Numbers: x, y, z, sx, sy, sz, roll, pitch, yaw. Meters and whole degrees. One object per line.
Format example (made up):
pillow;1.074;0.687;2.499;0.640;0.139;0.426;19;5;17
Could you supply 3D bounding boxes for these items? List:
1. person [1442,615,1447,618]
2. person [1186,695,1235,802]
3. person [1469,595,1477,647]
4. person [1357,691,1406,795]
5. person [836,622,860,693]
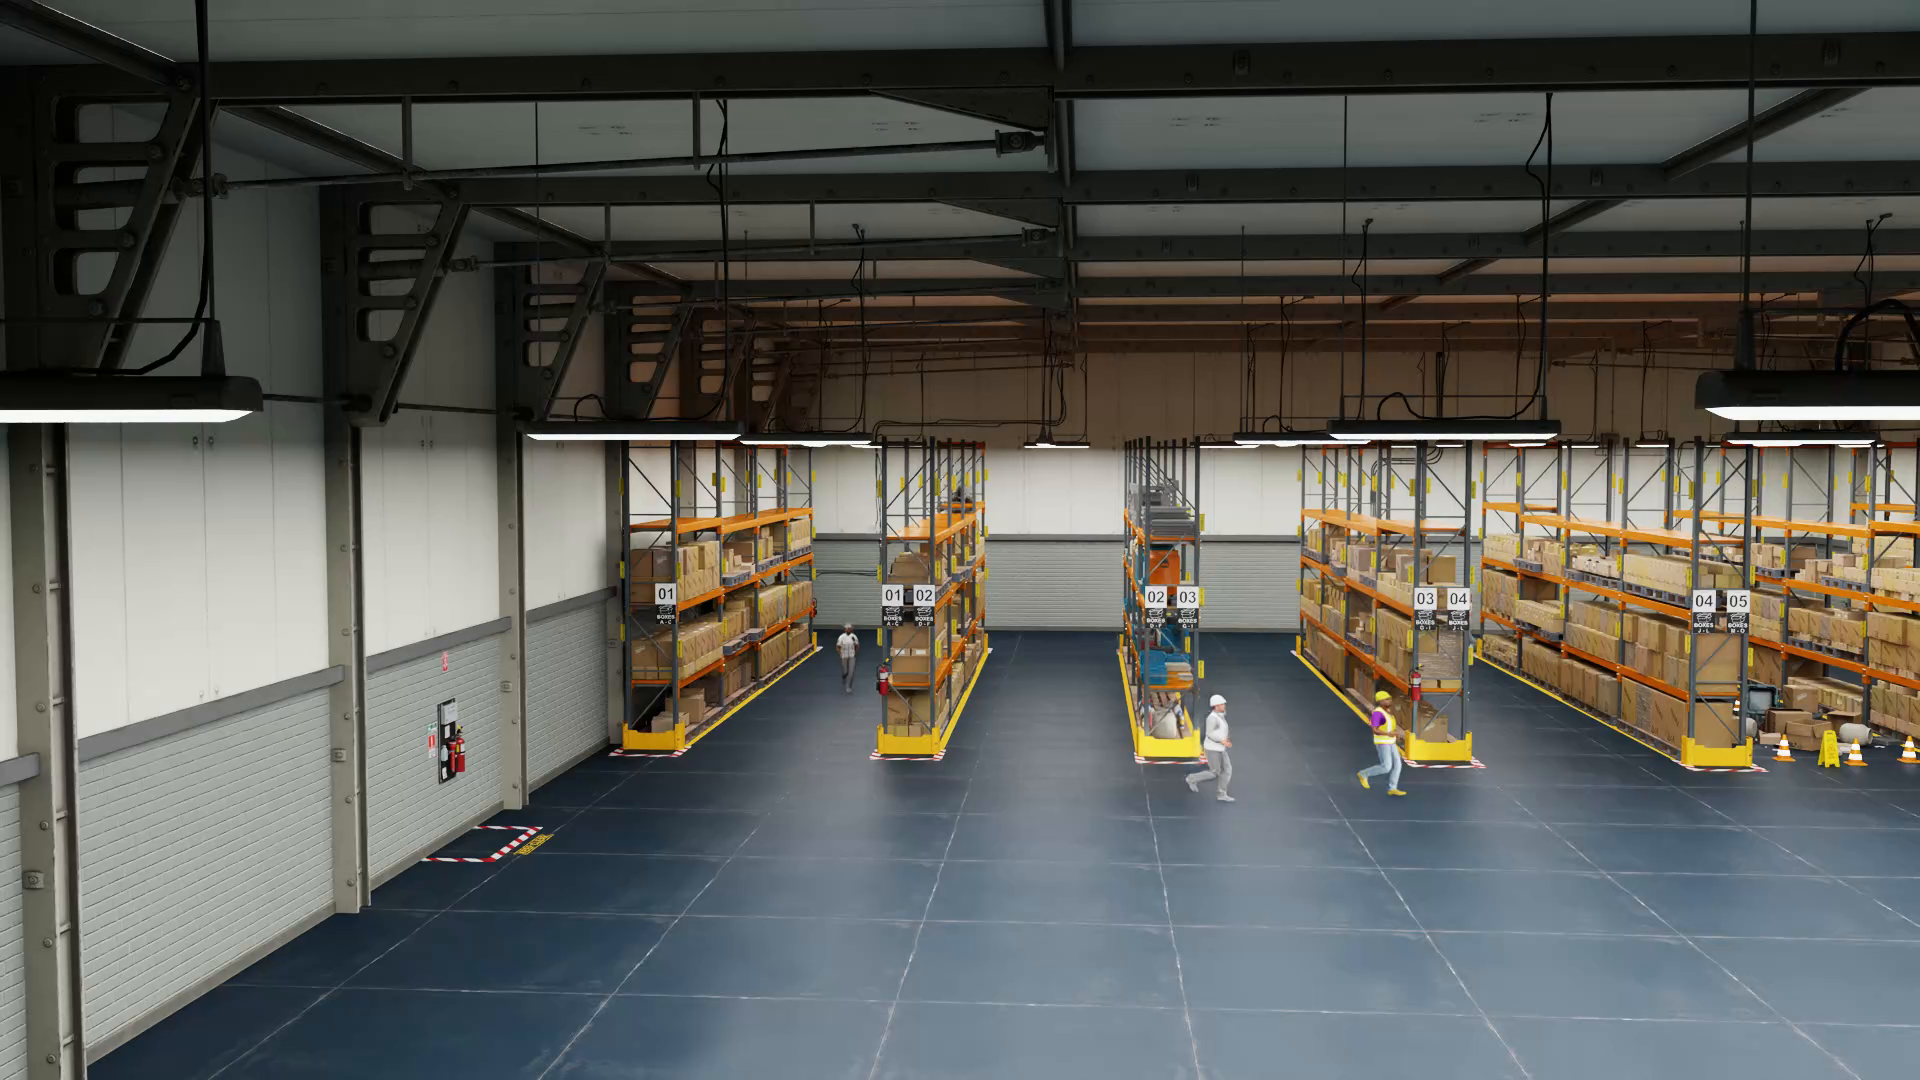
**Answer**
person;13.965;2.335;47.452;0.630;1.693;0.747;0;3;-5
person;4.140;3.399;27.206;0.769;1.743;0.652;1;3;24
person;14.507;2.359;47.578;0.822;1.672;0.581;-1;3;-14
person;7.042;3.376;27.685;0.795;1.733;0.712;2;4;32
person;-2.664;2.783;39.636;0.575;1.662;0.589;-1;3;-11
